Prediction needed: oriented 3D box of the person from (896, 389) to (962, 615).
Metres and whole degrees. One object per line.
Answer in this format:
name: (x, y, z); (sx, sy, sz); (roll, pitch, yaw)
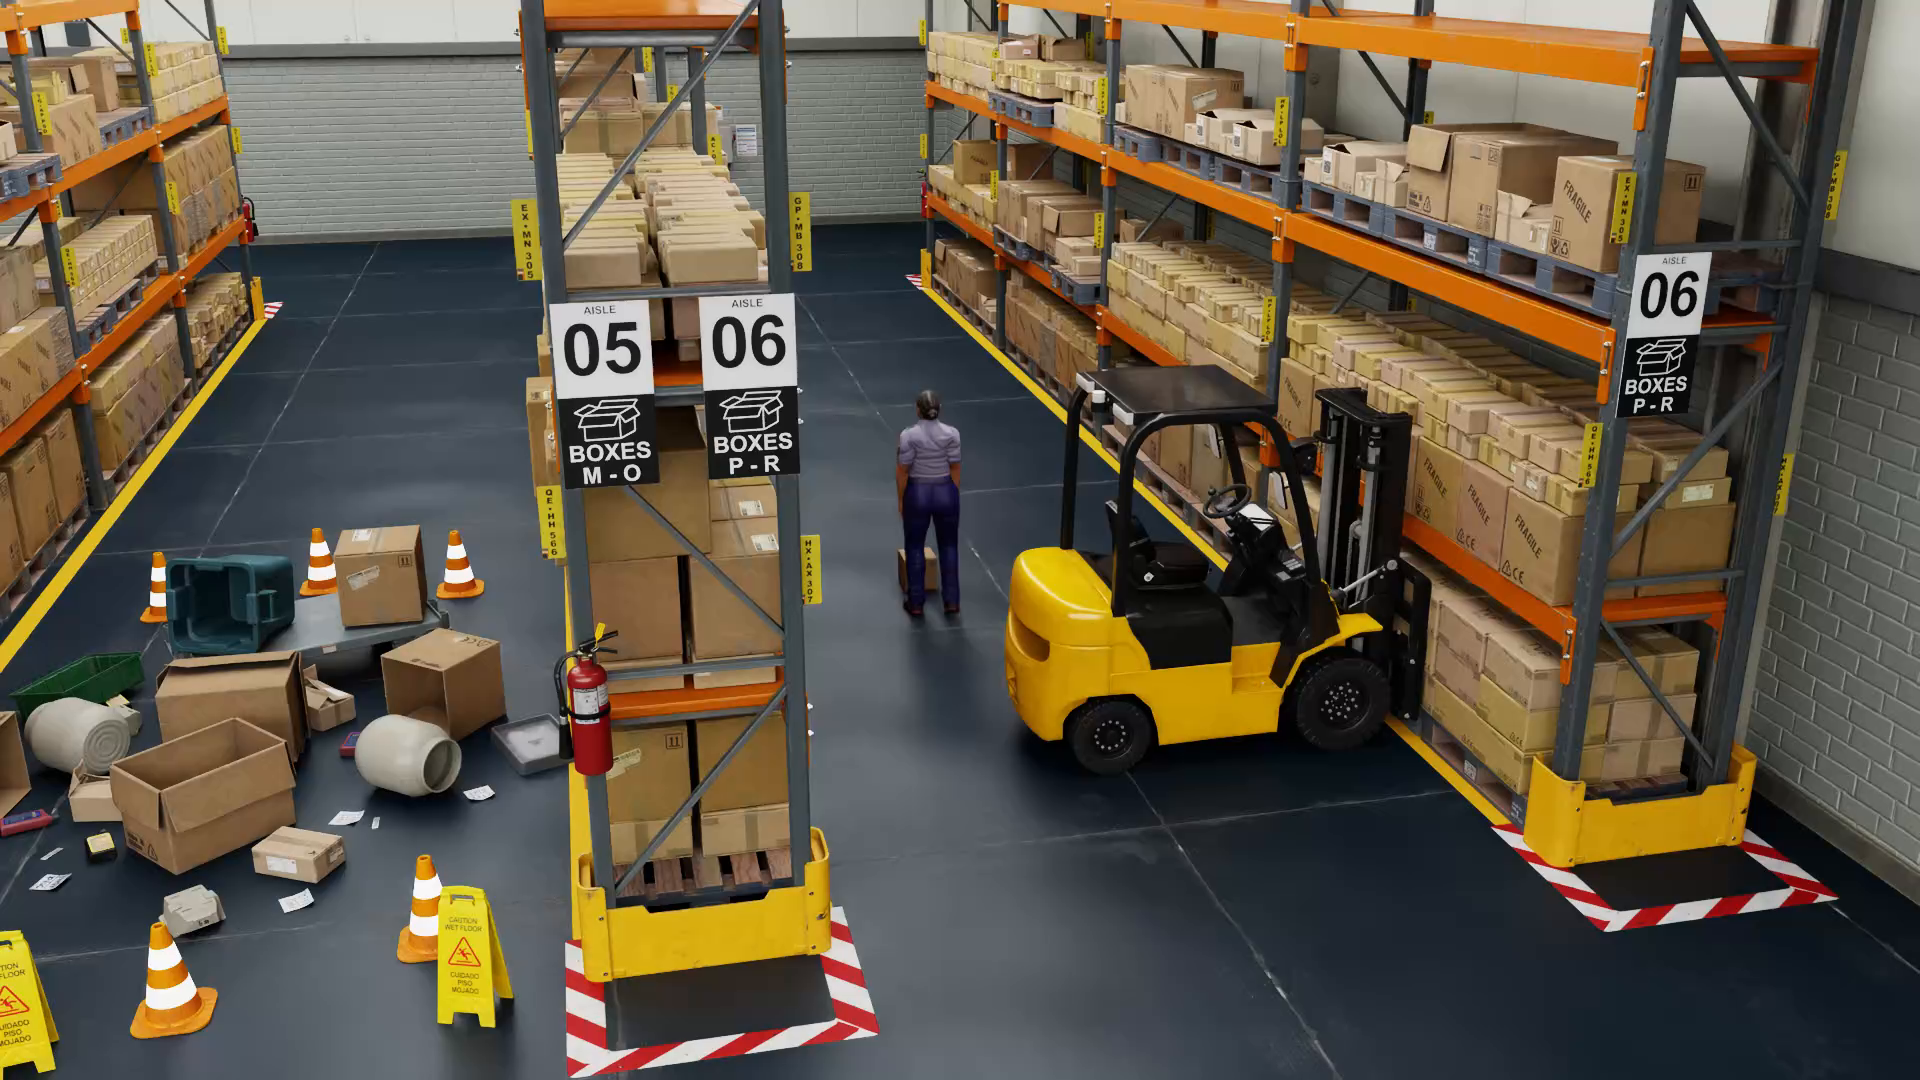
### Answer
person: (-0.229, -0.267, 11.877); (0.468, 1.673, 0.343); (-4, 20, -11)
